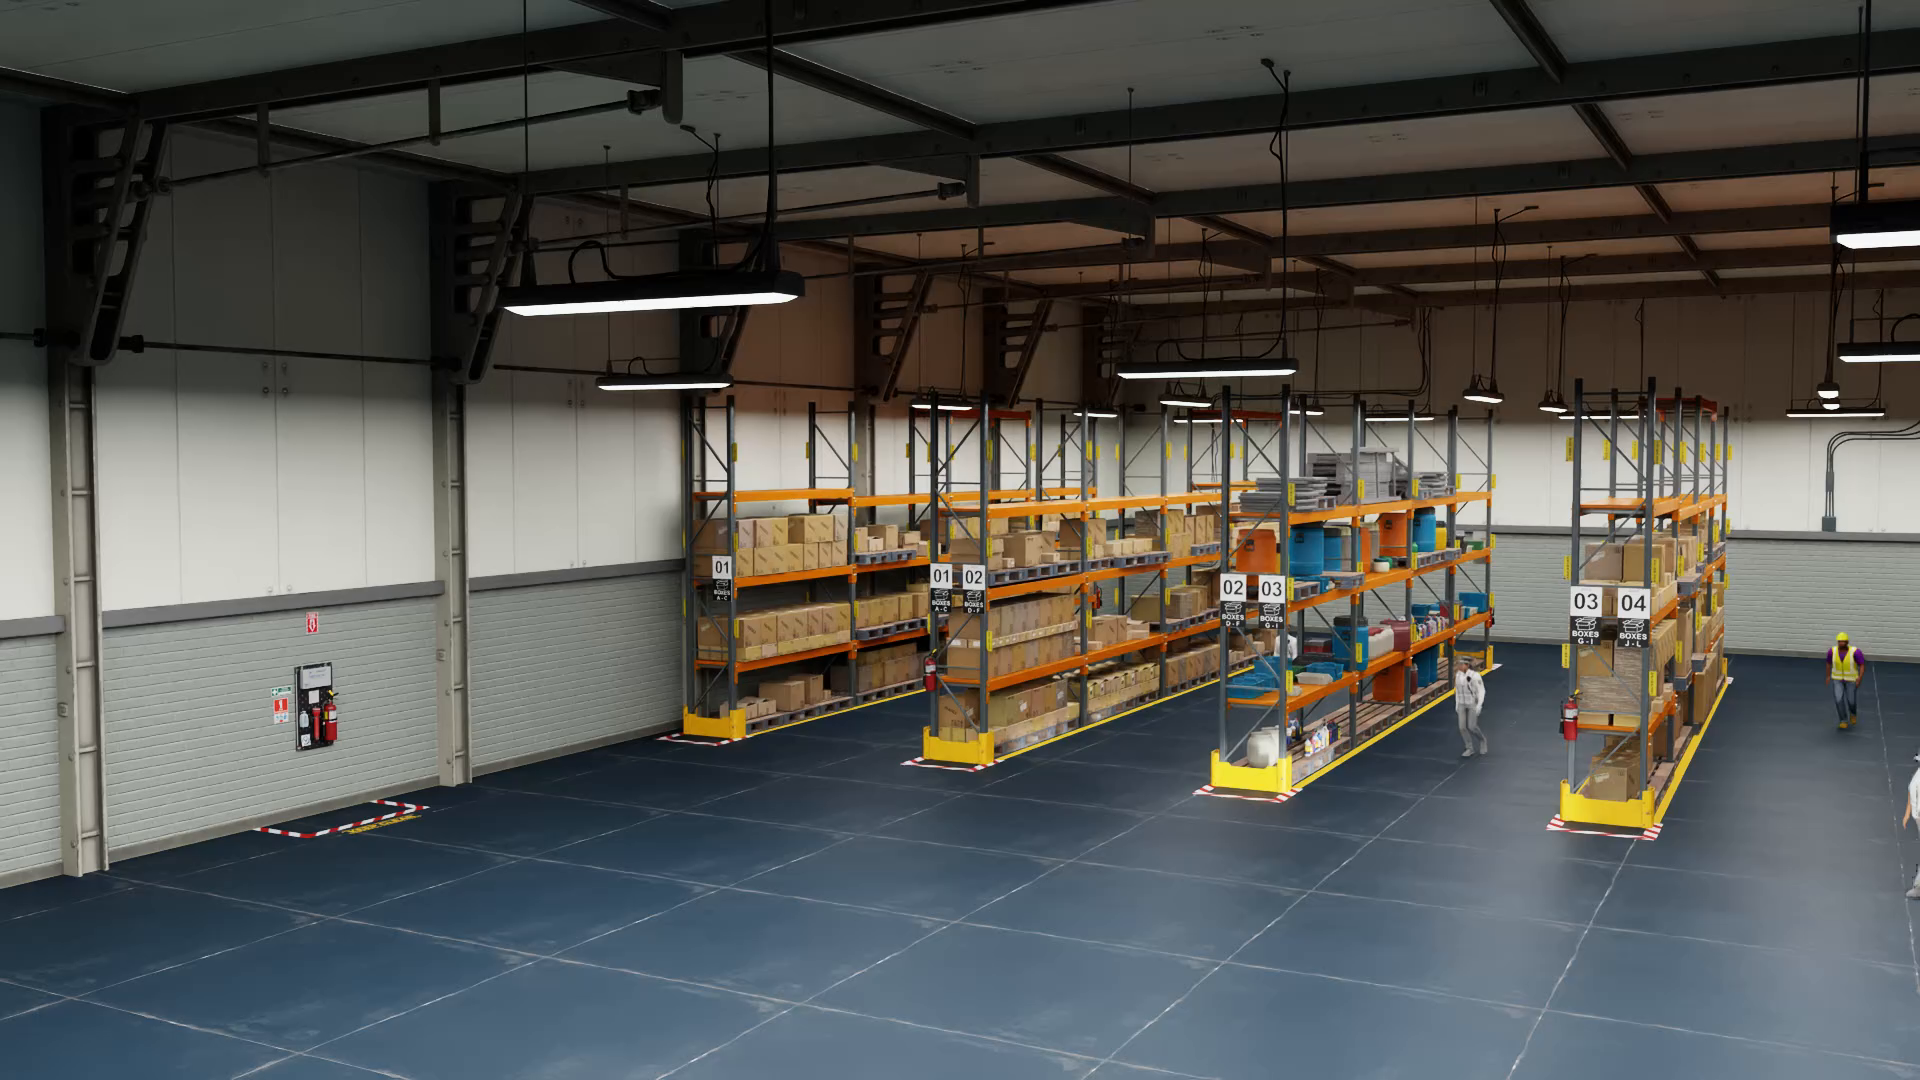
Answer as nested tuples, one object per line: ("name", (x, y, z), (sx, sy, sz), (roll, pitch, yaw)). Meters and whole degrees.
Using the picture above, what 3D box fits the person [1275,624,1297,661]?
("person", (6.367, 2.459, 32.605), (0.543, 1.686, 0.638), (2, 4, 39))

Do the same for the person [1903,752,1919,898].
("person", (10.995, 3.172, 18.875), (0.878, 1.622, 0.536), (-1, 3, -12))

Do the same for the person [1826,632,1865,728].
("person", (16.135, 2.542, 30.299), (0.636, 1.739, 0.678), (2, 4, 38))

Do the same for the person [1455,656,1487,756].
("person", (8.447, 2.732, 27.522), (0.464, 1.659, 0.566), (-2, 4, -39))
